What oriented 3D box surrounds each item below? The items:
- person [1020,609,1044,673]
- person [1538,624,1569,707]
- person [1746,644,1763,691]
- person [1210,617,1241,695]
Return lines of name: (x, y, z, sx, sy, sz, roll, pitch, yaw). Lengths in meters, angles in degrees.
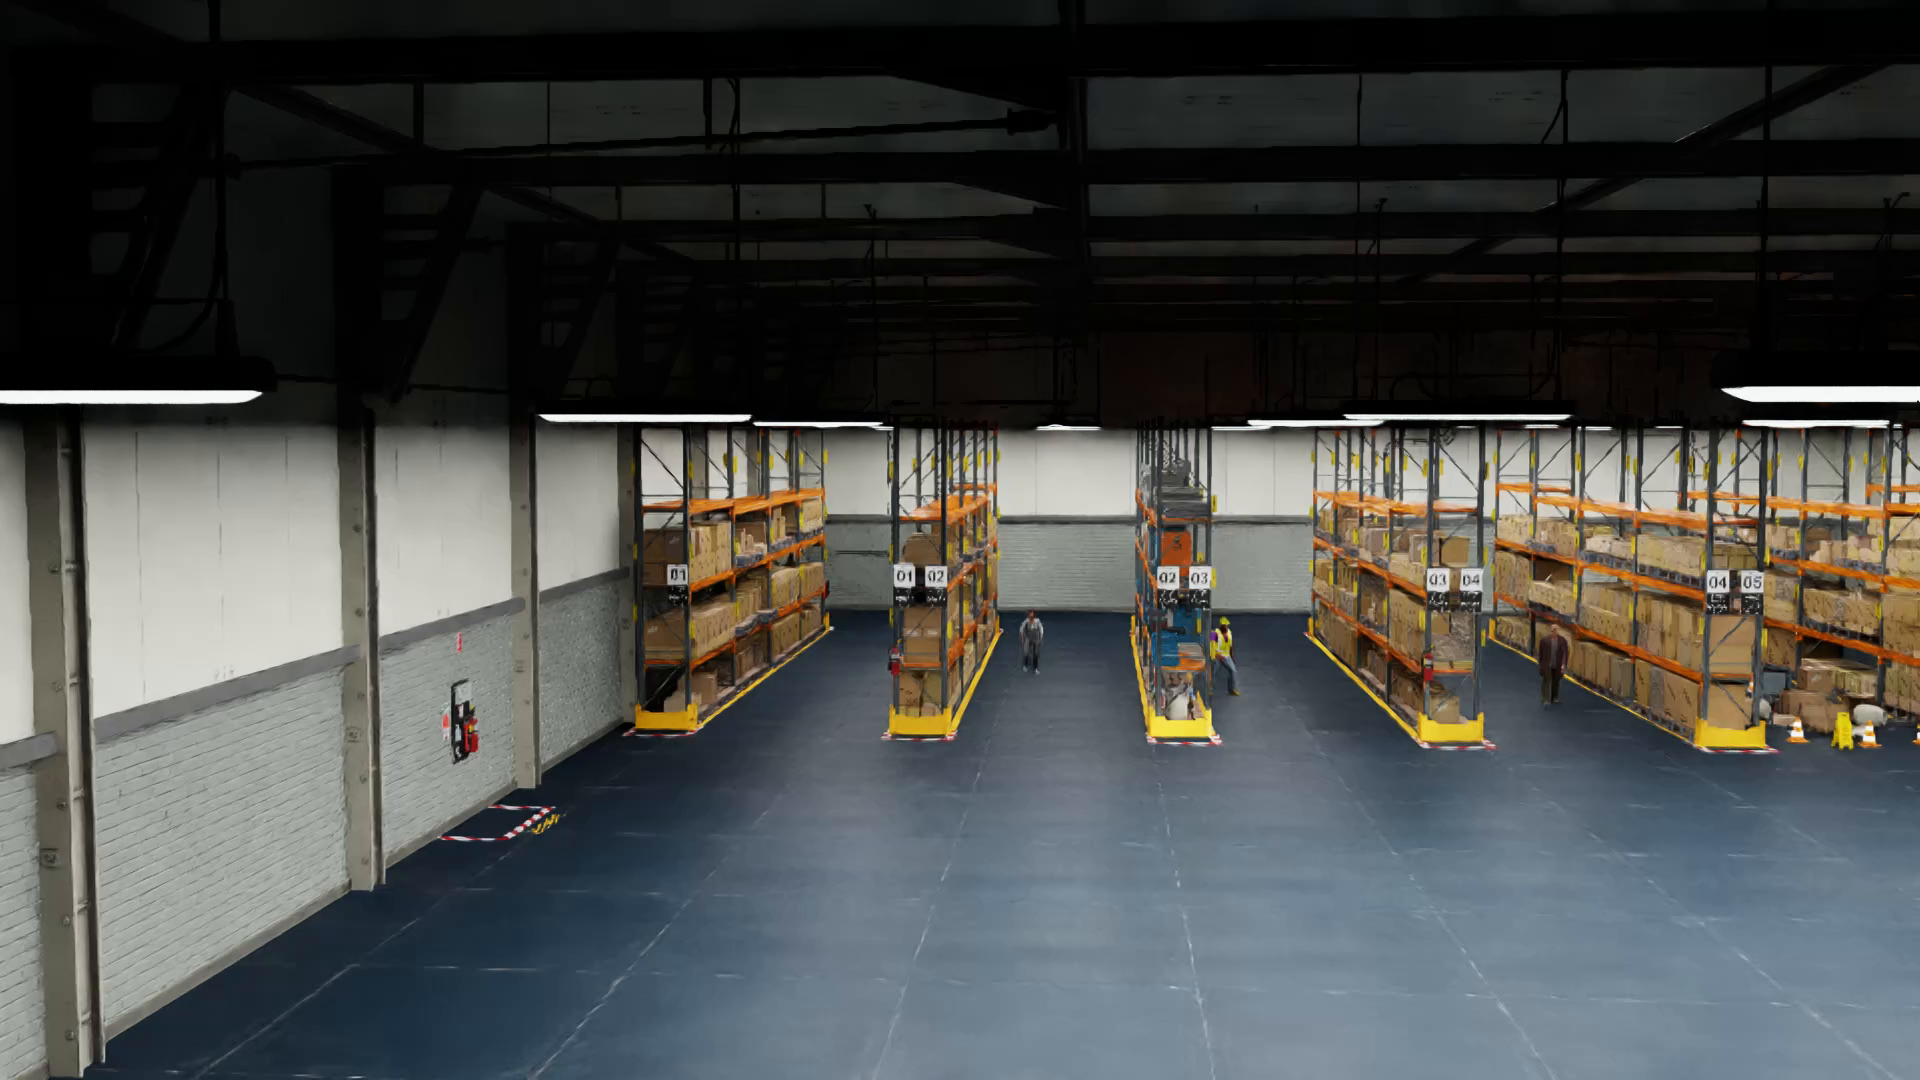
person: (1.696, 2.439, 39.433, 0.566, 1.434, 0.519, 0, 4, 2)
person: (12.329, 2.589, 34.541, 0.574, 1.712, 1.090, 1, 4, 14)
person: (17.272, 2.510, 36.278, 0.543, 1.663, 0.574, 2, 4, 33)
person: (5.666, 2.510, 35.999, 0.704, 1.710, 0.743, -1, 4, -19)
